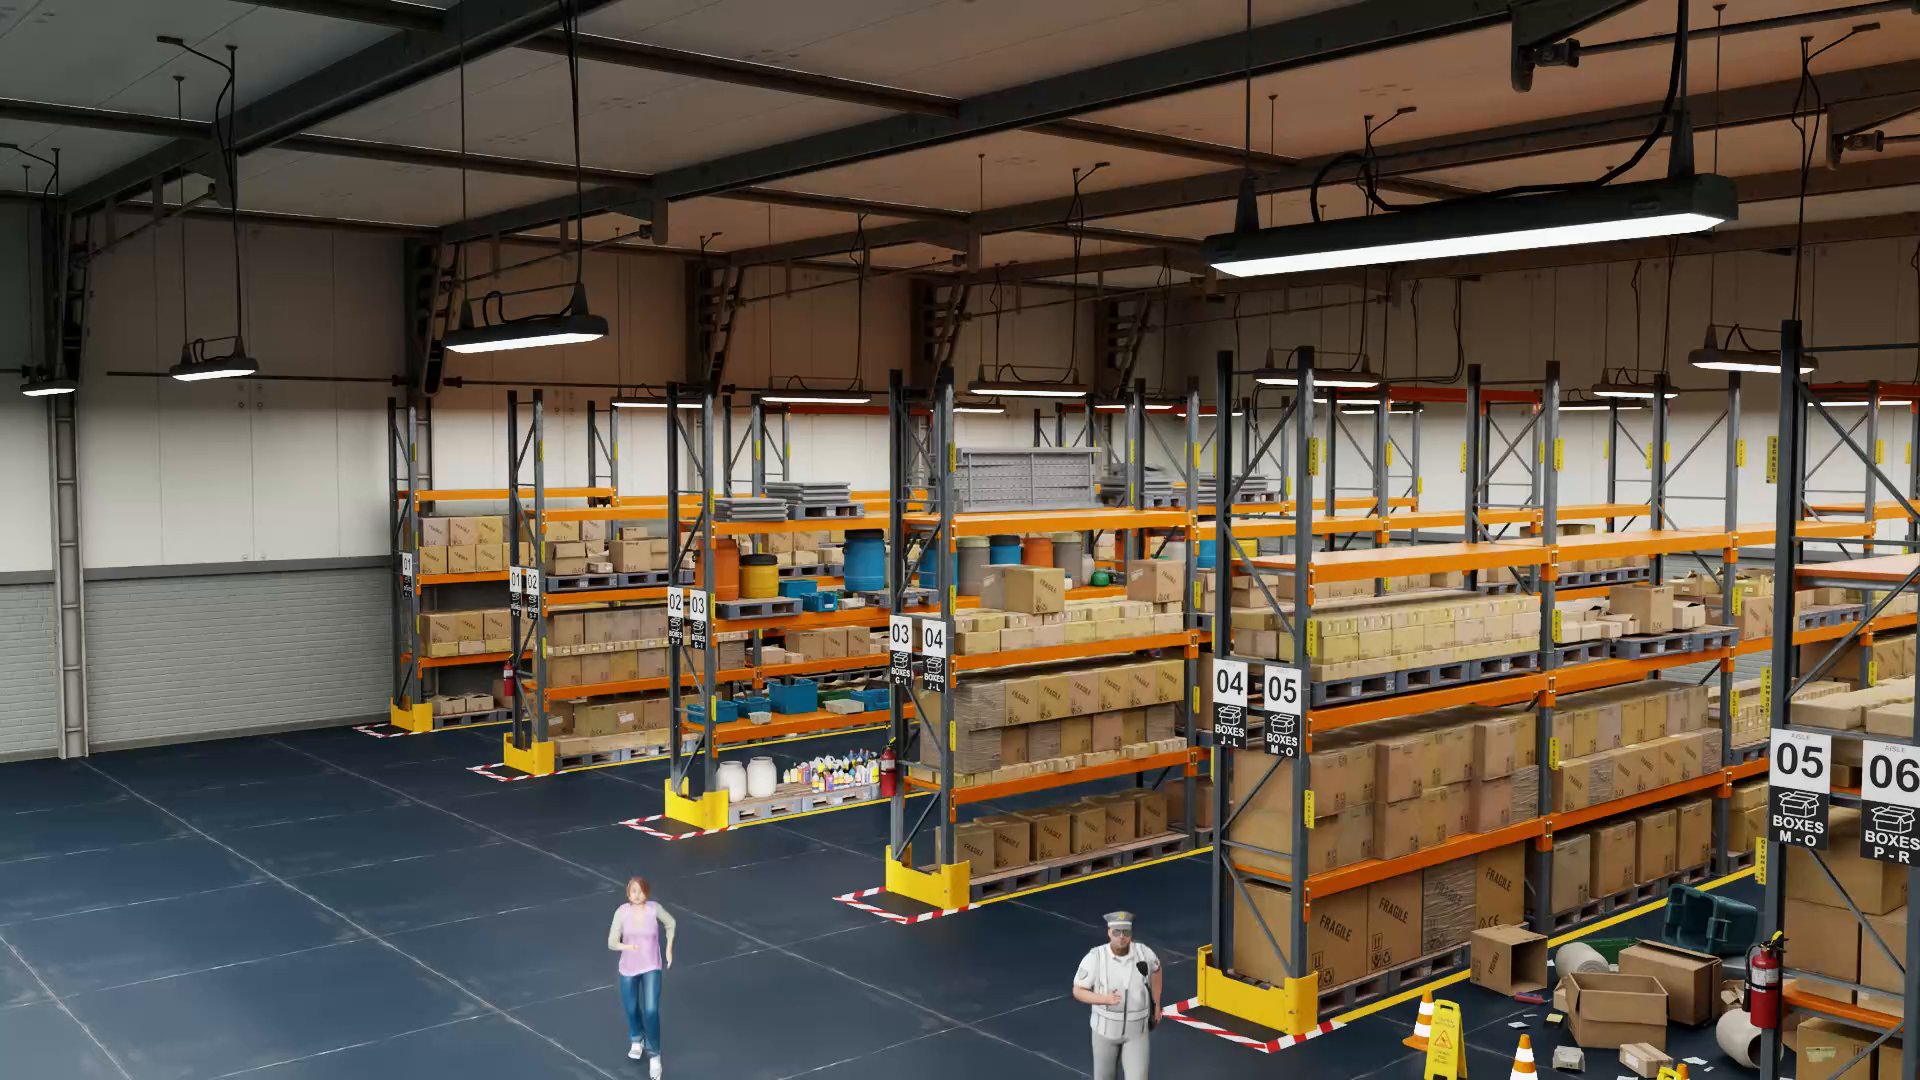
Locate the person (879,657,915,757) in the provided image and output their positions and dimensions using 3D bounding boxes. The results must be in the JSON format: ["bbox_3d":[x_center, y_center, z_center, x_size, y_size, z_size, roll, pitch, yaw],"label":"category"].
[{"bbox_3d":[-1.021,2.662,27.201,0.926,1.657,0.610,-3,5,-43],"label":"person"}]

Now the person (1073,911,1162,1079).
[{"bbox_3d":[1.148,3.555,12.052,0.681,1.815,0.908,0,3,-1],"label":"person"}]

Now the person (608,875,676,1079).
[{"bbox_3d":[-2.613,3.583,13.647,0.520,1.615,0.699,0,3,-4],"label":"person"}]
